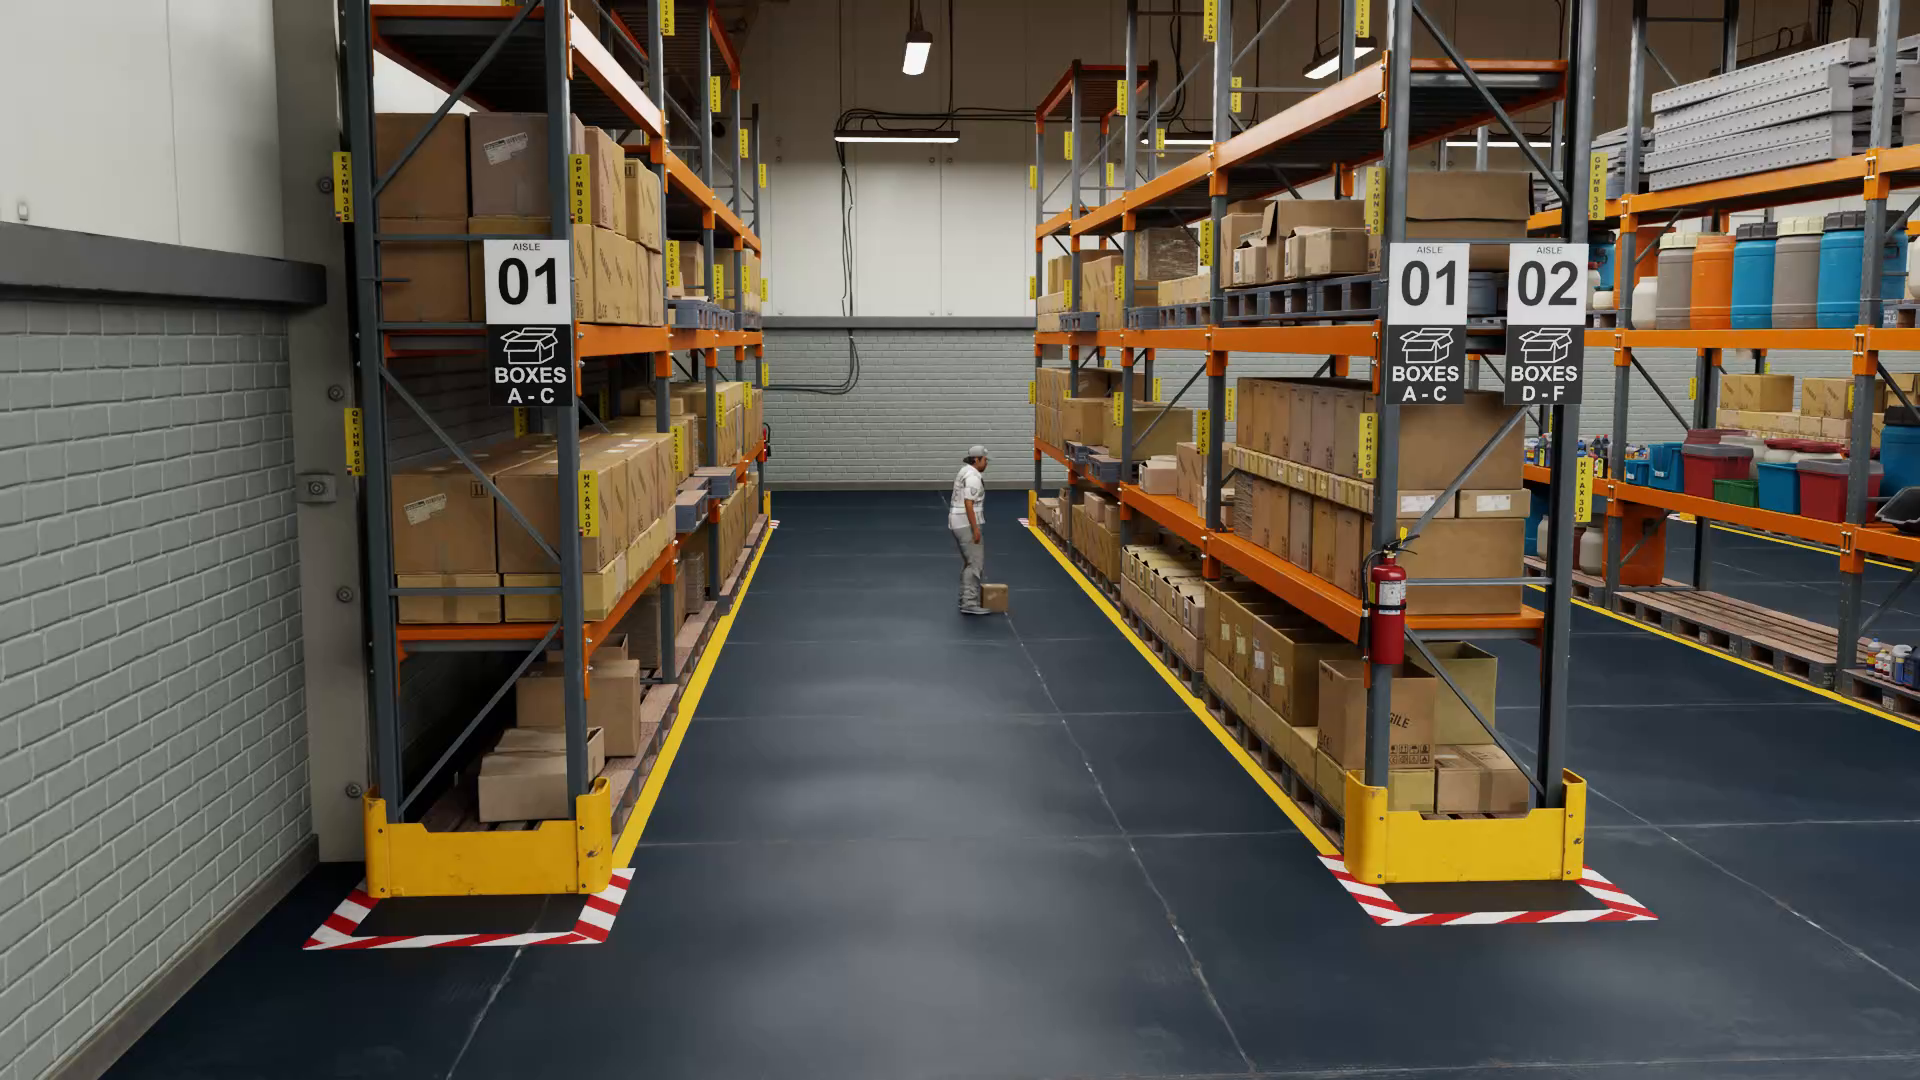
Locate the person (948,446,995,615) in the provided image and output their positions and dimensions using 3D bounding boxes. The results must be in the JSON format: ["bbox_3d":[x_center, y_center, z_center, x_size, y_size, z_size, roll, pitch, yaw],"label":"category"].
[{"bbox_3d":[0.125,-0.113,16.653,0.468,1.665,0.546,-1,7,-6],"label":"person"}]
